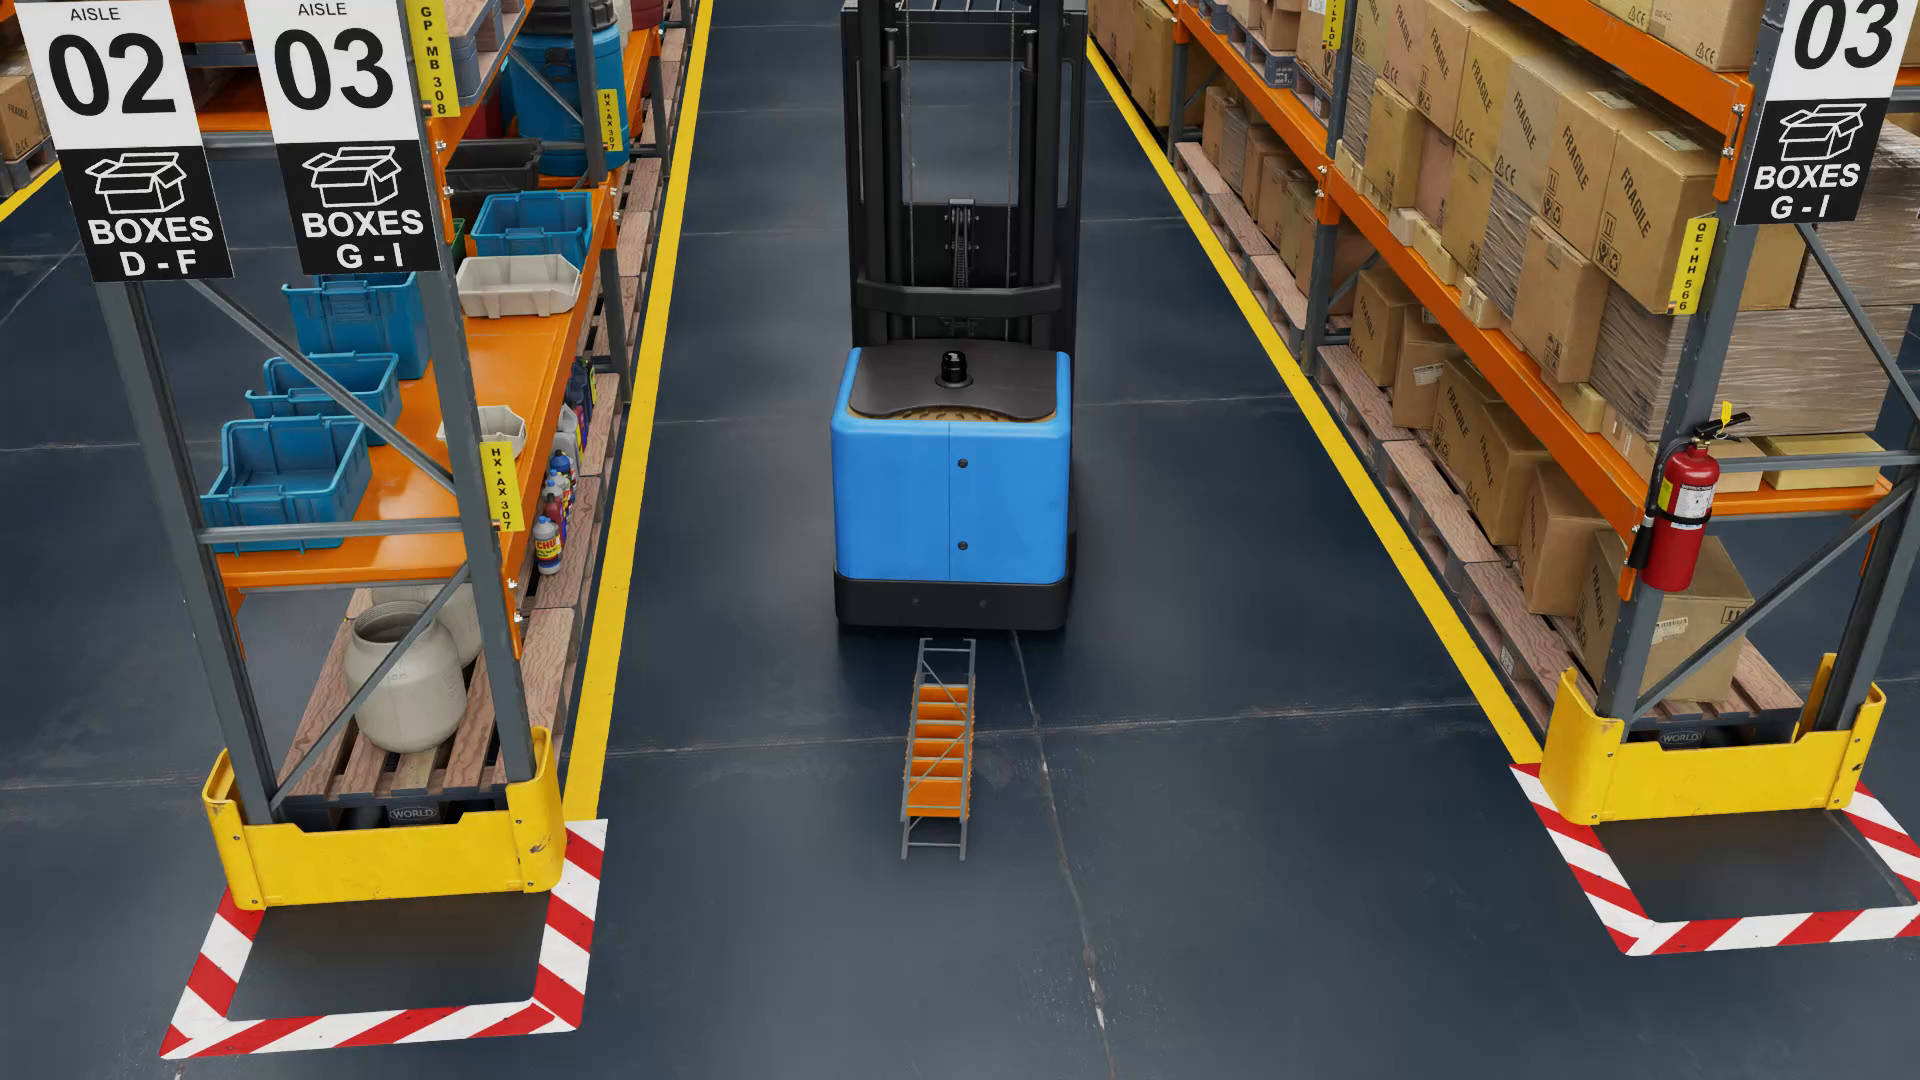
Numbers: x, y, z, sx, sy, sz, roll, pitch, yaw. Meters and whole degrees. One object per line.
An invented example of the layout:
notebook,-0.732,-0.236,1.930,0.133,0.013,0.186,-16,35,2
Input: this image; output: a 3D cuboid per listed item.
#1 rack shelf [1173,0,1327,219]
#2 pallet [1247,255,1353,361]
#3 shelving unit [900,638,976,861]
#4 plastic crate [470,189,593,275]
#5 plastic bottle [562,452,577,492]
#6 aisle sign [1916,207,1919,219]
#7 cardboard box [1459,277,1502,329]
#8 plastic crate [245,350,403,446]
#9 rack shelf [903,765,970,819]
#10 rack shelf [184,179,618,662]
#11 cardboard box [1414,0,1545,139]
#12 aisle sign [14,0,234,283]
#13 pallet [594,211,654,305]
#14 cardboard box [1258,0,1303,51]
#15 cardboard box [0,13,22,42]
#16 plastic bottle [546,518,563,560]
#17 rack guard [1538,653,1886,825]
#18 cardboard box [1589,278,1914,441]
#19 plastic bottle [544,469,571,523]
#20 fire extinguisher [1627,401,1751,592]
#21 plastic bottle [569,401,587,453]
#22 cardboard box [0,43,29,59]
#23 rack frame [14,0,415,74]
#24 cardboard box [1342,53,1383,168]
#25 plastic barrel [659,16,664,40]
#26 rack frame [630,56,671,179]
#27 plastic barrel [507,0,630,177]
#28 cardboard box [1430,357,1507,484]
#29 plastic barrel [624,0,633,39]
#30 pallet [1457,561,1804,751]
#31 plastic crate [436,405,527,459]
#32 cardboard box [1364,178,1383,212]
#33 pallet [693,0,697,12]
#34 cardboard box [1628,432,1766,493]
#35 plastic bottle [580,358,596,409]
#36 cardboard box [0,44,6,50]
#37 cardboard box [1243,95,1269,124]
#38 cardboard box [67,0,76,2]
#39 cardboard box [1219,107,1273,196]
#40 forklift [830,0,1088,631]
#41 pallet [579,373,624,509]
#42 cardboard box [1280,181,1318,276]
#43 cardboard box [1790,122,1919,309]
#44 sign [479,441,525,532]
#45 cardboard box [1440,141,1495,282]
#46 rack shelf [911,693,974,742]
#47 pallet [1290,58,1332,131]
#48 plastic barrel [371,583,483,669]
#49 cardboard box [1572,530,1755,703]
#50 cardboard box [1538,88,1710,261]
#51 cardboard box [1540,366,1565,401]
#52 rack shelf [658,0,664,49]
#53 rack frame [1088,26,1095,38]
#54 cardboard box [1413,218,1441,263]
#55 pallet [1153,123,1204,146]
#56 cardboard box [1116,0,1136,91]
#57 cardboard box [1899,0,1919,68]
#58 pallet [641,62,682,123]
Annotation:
rack shelf,2.354,-3.018,11.079,1.077,0.370,4.000,-3,31,-5
pallet,2.467,-1.506,10.565,1.003,0.211,1.213,-3,31,-5
shelving unit,-0.077,0.813,6.701,0.258,0.189,1.200,1,31,2
plastic crate,-2.017,-1.452,7.901,0.499,0.251,0.616,-3,31,-5
plastic bottle,-1.946,-0.336,8.187,0.097,0.201,0.097,0,31,0
aisle sign,3.219,-1.362,5.070,0.394,0.787,0.004,-3,31,-5
cardboard box,2.438,-1.052,7.331,0.380,0.149,0.250,-3,31,-5
plastic crate,-2.416,-0.535,6.366,0.499,0.251,0.408,-3,31,-5
rack shelf,-0.090,0.974,6.430,0.258,0.180,0.103,1,31,2
rack shelf,-2.204,-0.738,7.262,1.077,0.370,4.000,-3,31,-5
cardboard box,2.424,-2.153,7.567,0.500,0.500,0.500,-3,31,-5
aisle sign,-2.306,-1.091,4.616,0.394,0.787,0.004,-3,31,-5
pallet,-2.620,-1.894,11.216,1.003,0.211,1.213,-3,31,-5
cardboard box,2.287,-3.411,10.525,0.797,0.503,0.637,0,31,0
cardboard box,-8.127,-4.330,13.851,0.500,0.250,0.500,-3,31,-6
plastic bottle,-1.886,-0.007,7.636,0.097,0.201,0.097,0,31,0
rack guard,2.907,0.771,6.471,1.175,0.500,0.348,-3,31,-5
cardboard box,2.890,-0.716,6.136,0.875,0.500,0.500,-3,31,-5
plastic bottle,-1.917,-0.210,7.908,0.097,0.271,0.097,0,31,0
fire extinguisher,2.466,-0.149,5.651,0.296,0.674,0.183,-3,31,-5
plastic bottle,-1.969,-0.597,8.544,0.061,0.283,0.133,-1,31,-1
cardboard box,-7.551,-3.760,13.629,0.500,0.500,0.500,-3,31,-5
rack frame,-2.017,-2.601,3.830,1.000,3.000,0.127,-3,31,-5
cardboard box,2.521,-2.243,8.693,0.875,0.500,0.500,-3,31,-5
plastic barrel,-3.104,-5.153,15.589,0.600,0.901,0.708,-3,31,-5
rack frame,-2.764,-4.110,12.206,1.000,3.000,0.127,-3,31,-5
plastic barrel,-2.125,-2.495,9.013,0.600,0.901,0.708,-3,31,-5
cardboard box,2.736,-0.601,8.359,0.500,0.500,0.500,-5,31,-9
plastic barrel,-2.455,-3.643,11.315,0.421,0.512,0.421,0,31,0
pallet,2.867,0.479,7.243,1.003,0.211,1.213,-3,31,-5
plastic crate,-1.780,-0.385,6.227,0.298,0.136,0.250,-3,31,-5
cardboard box,2.323,-1.819,8.615,0.380,0.149,0.250,-3,31,-5
pallet,-3.362,-5.953,18.011,1.003,0.211,1.213,-3,31,-5
cardboard box,2.682,-0.291,6.057,0.380,0.149,0.250,-3,31,-5
plastic bottle,-2.017,-0.861,8.986,0.061,0.283,0.133,-1,31,-2
cardboard box,-8.065,-3.721,13.563,0.500,0.500,0.500,-4,31,-6
cardboard box,2.319,-3.174,11.917,0.500,0.250,0.500,1,31,1
cardboard box,-8.267,-4.774,15.326,0.500,0.500,0.500,-4,31,-7
cardboard box,2.314,-2.840,12.088,0.700,0.500,0.500,-5,31,-9
forklift,0.033,-1.577,8.033,1.130,2.935,3.031,2,31,3
pallet,-2.369,-0.526,8.925,1.003,0.211,1.213,-3,31,-5
cardboard box,2.479,-1.980,10.648,0.700,0.500,0.500,-3,31,-5
cardboard box,3.134,-1.157,5.899,0.500,0.500,0.500,-3,31,-5
sign,-1.469,-0.169,5.338,0.100,0.325,0.005,-3,31,-5
cardboard box,2.686,-1.479,7.413,0.875,0.500,0.500,-3,31,-5
rack shelf,-0.070,0.728,6.842,0.258,0.180,0.103,1,31,2
pallet,2.614,-2.620,9.899,1.003,0.211,1.213,-3,31,-5
plastic barrel,-2.201,0.274,6.883,0.421,0.512,0.421,0,31,0
cardboard box,2.873,0.310,6.834,0.500,0.500,0.500,3,31,5
cardboard box,2.565,-1.387,6.284,0.500,0.500,0.500,-3,31,-5
cardboard box,2.577,-0.672,6.695,0.380,0.149,0.250,-3,31,-5
rack shelf,-2.951,-4.823,14.100,1.077,0.370,4.000,-3,31,-5
rack frame,1.793,-6.390,16.023,1.000,3.000,0.127,-3,31,-5
cardboard box,2.403,-1.436,7.975,0.380,0.149,0.250,-3,31,-5
pallet,2.168,-3.557,13.999,1.003,0.211,1.213,-3,31,-5
cardboard box,2.048,-4.425,14.395,1.225,0.875,0.875,-3,31,-4
cardboard box,3.127,-1.745,5.467,0.500,0.250,0.500,-2,31,-3
pallet,-2.990,-3.935,14.632,1.003,0.211,1.213,-3,31,-5
